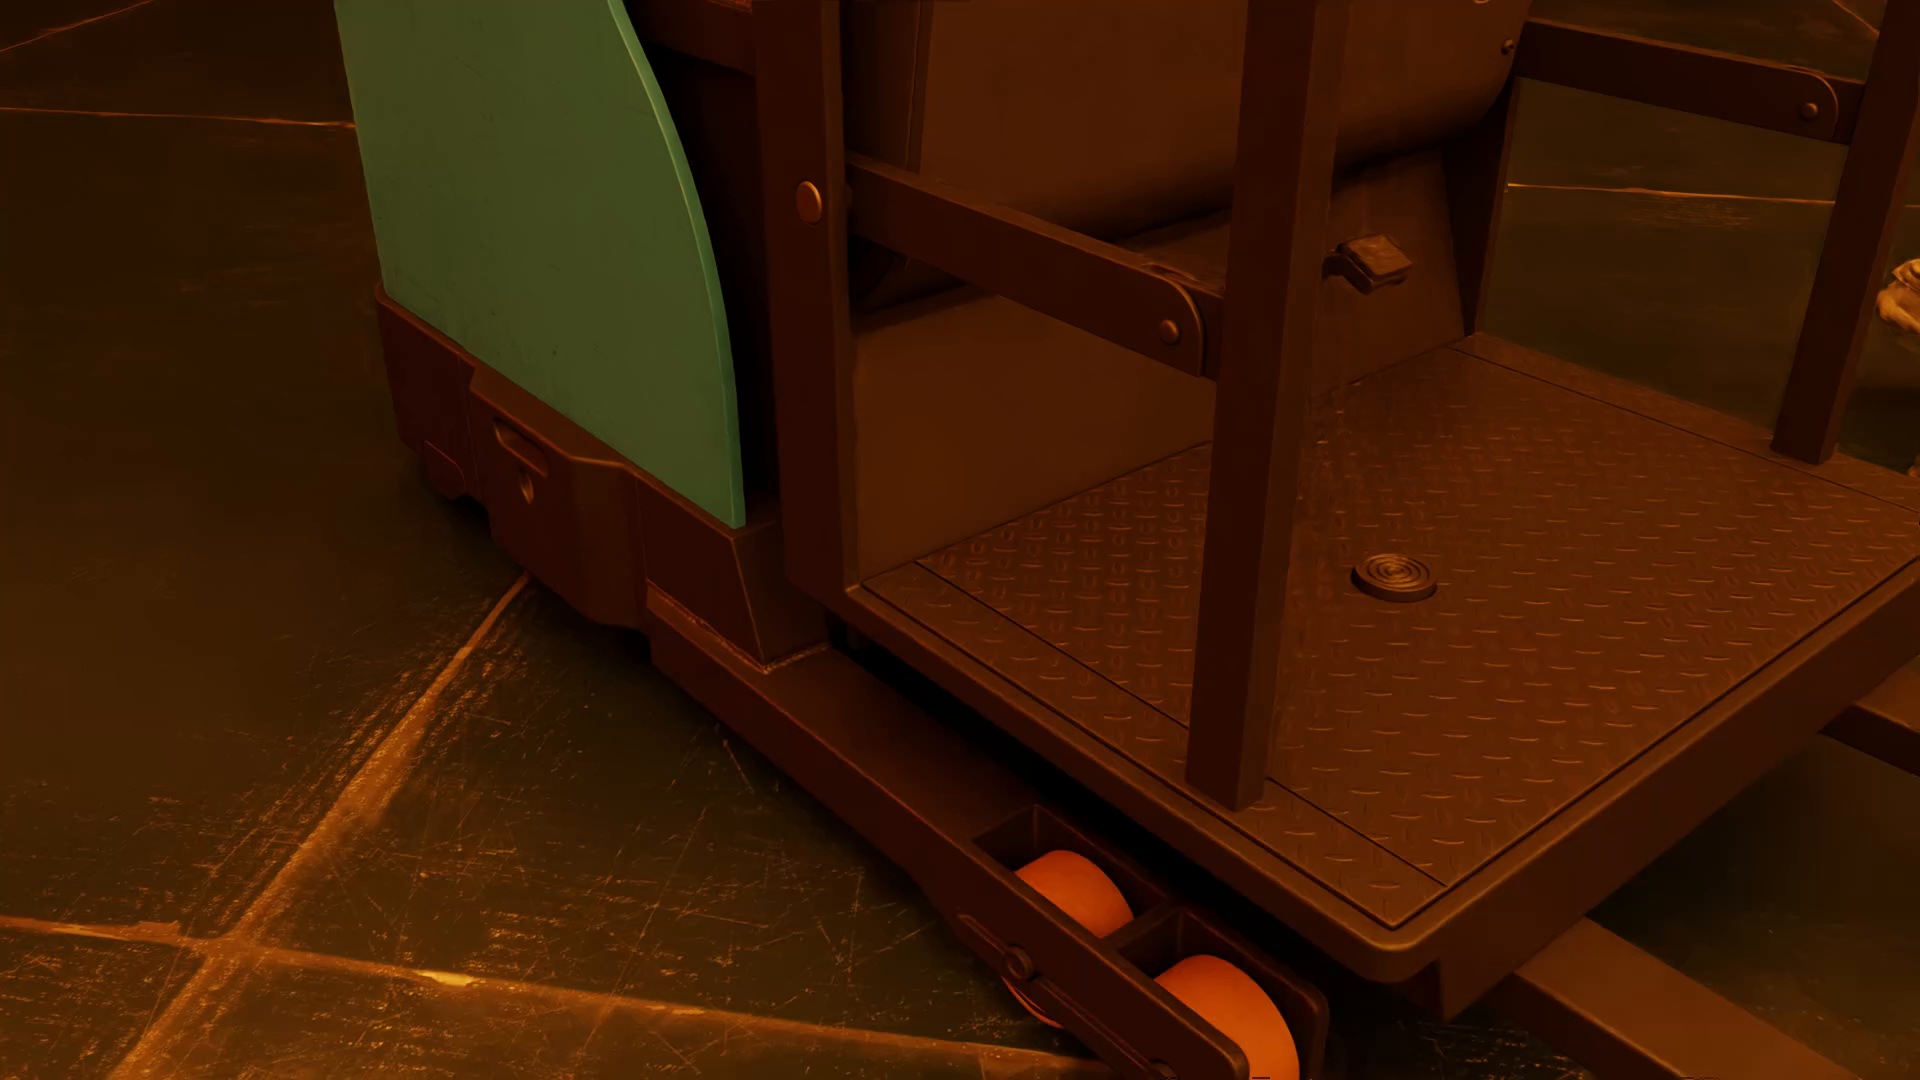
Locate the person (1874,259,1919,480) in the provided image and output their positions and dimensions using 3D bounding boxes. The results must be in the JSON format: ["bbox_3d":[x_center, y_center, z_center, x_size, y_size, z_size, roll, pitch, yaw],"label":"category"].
[{"bbox_3d":[1.551,-0.659,2.105,0.759,1.502,1.088,25,38,37],"label":"person"}]

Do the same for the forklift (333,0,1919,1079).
[{"bbox_3d":[0.428,-1.010,1.299,1.130,2.935,3.031,-22,36,-34],"label":"forklift"}]
